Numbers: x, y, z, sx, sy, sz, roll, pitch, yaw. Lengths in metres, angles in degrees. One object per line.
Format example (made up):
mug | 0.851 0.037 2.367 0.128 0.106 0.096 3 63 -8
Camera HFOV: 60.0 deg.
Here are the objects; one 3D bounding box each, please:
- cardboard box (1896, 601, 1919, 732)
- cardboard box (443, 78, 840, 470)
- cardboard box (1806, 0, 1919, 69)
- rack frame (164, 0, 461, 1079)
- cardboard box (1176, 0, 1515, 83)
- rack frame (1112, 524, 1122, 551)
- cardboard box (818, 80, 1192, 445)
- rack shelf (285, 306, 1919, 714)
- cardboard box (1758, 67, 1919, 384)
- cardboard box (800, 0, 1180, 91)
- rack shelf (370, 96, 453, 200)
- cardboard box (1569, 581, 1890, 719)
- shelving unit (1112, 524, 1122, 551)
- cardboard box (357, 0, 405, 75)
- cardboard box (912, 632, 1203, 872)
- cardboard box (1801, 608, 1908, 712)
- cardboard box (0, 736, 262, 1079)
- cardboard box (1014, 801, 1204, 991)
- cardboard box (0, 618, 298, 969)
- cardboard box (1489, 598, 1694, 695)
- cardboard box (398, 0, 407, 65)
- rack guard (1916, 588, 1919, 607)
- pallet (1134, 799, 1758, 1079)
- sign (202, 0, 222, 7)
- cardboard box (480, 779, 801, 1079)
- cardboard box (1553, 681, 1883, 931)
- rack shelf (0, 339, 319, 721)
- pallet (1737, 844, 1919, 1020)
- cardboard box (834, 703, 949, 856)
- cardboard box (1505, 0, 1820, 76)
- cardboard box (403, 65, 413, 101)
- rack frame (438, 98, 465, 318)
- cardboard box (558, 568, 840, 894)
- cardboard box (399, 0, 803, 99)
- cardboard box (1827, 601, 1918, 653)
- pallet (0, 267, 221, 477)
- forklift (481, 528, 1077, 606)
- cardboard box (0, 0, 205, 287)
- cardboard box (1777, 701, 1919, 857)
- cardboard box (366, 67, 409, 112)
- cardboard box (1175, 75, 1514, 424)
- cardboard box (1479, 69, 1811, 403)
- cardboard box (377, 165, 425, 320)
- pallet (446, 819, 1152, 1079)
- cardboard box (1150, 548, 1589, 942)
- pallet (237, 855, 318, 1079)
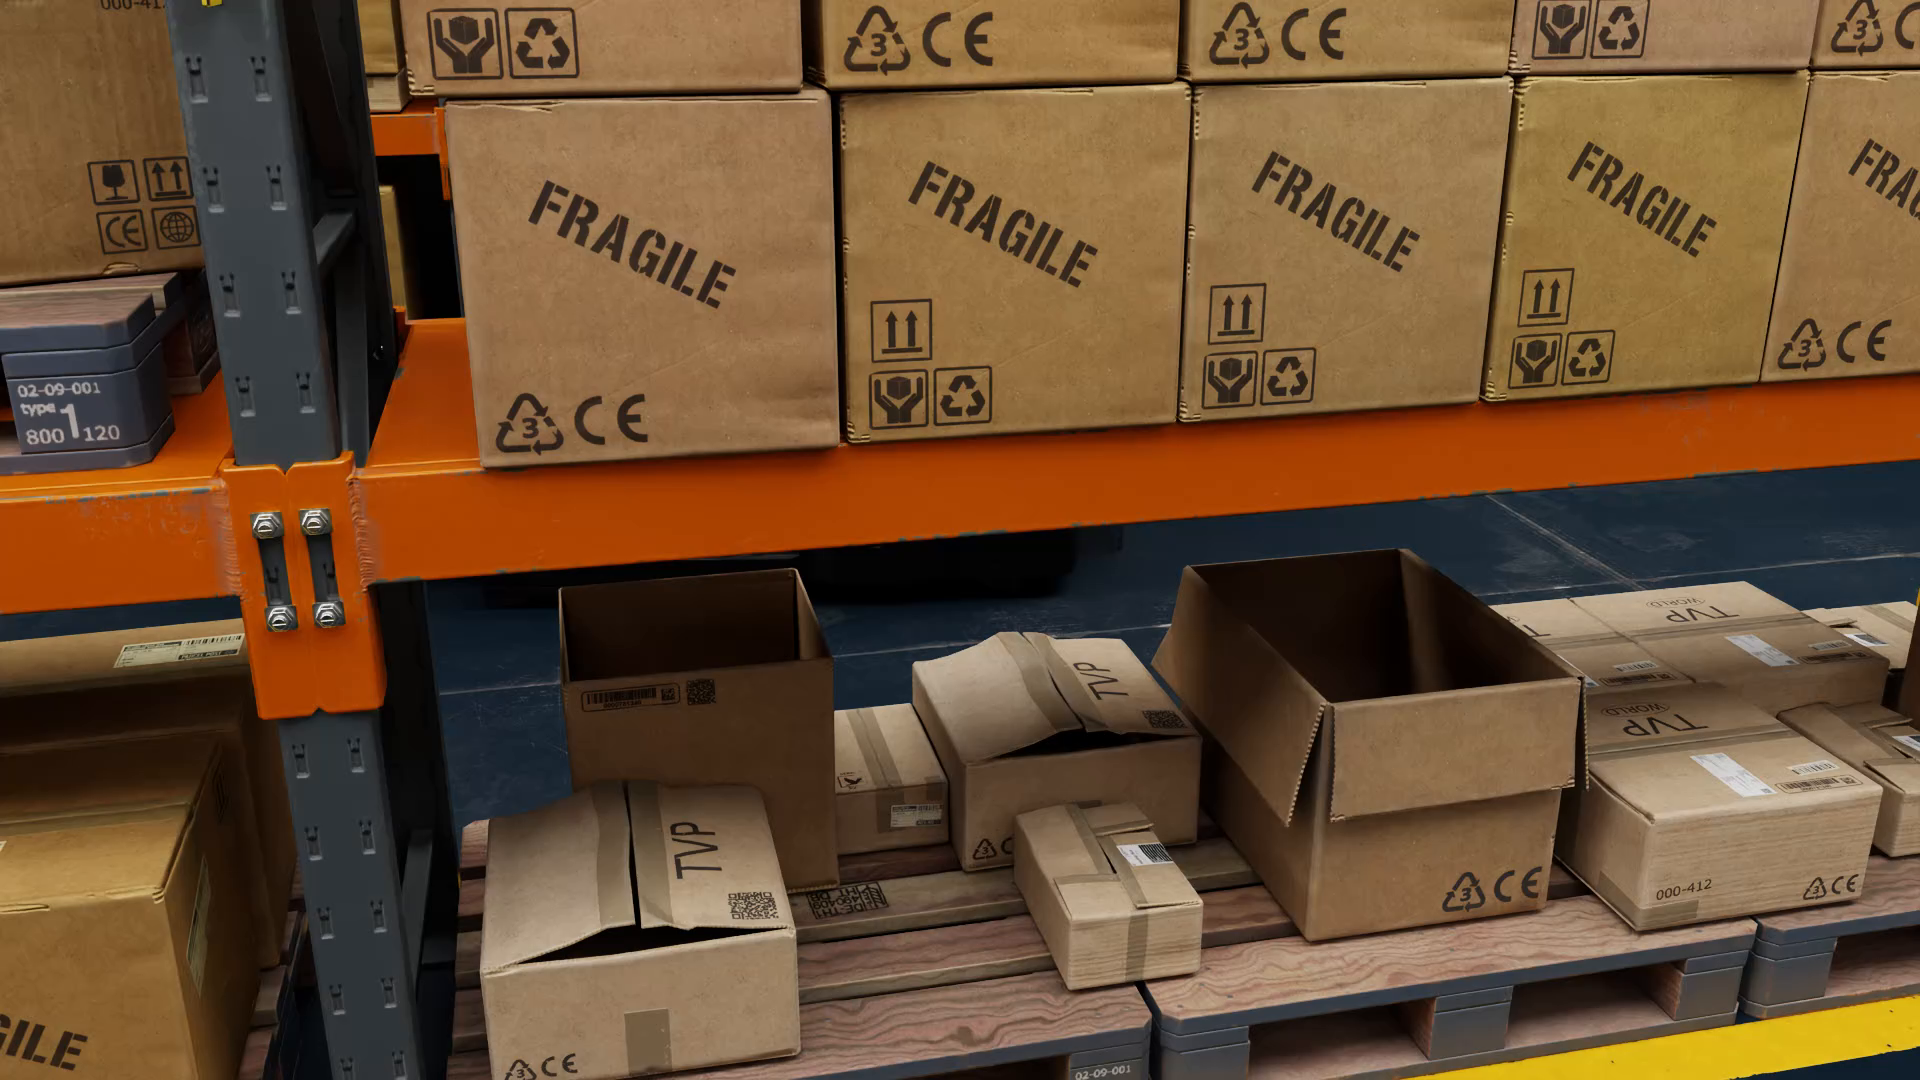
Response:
cardboard box | 2.394 0.341 3.516 0.500 0.500 0.500 -5 21 -12
cardboard box | -0.467 -0.431 2.484 0.500 0.500 0.500 -4 21 -11
cardboard box | 1.502 -1.058 2.742 0.500 0.500 0.500 -4 21 -11
rack frame | -1.026 -0.435 2.640 0.127 3.000 1.000 -5 21 -12
cardboard box | 0.500 -0.976 2.518 0.500 0.500 0.500 -5 21 -14
rack frame | 0.549 -0.567 5.617 0.006 1.200 0.240 -1 20 -2
cardboard box | 0.030 -0.472 2.598 0.500 0.500 0.500 -4 21 -12
rack shelf | 0.920 -0.255 3.196 4.000 0.370 1.077 -5 21 -12
cardboard box | 1.503 -0.592 2.924 0.500 0.500 0.500 -4 21 -12
cardboard box | -0.001 -0.935 2.408 0.500 0.500 0.500 -5 21 -14
rack shelf | -4.116 -1.596 6.858 4.000 0.370 1.077 -5 21 -12
cardboard box | 1.786 0.321 3.936 0.500 0.250 0.500 -5 21 -12
shelving unit | 0.457 -0.566 5.615 0.189 1.200 0.258 -1 20 -2
cardboard box | -2.561 -2.168 6.764 0.500 0.500 0.500 -5 21 -13
cardboard box | 0.193 0.422 3.572 0.500 0.311 0.500 -5 21 -12
cardboard box | 2.137 0.310 4.086 0.250 0.166 0.380 -5 21 -12
cardboard box | -1.440 0.667 2.626 0.500 0.500 0.500 -5 21 -13
cardboard box | 0.272 0.656 3.141 0.250 0.166 0.380 -5 21 -12
cardboard box | -1.553 0.489 3.113 0.500 0.500 0.500 -6 21 -15
cardboard box | 1.299 0.360 3.828 0.500 0.250 0.500 -5 21 -12
cardboard box | -2.675 -2.337 7.225 0.500 0.500 0.500 -5 21 -14
rack guard | 2.793 0.428 3.918 0.348 0.500 1.175 -5 21 -12
pallet | 0.832 0.723 3.535 1.213 0.211 1.003 -5 21 -12
sign | -0.895 -0.793 1.935 0.005 0.325 0.100 -5 21 -12
cardboard box | -0.568 0.660 2.920 0.500 0.311 0.500 -5 21 -12
cardboard box | 1.463 0.524 3.382 0.500 0.250 0.500 -5 21 -12
rack shelf | -2.972 0.061 2.332 4.000 0.370 1.077 -5 21 -12
pallet | 2.017 0.628 3.795 1.213 0.211 1.003 -5 21 -12
cardboard box | -0.186 0.508 3.573 0.250 0.149 0.380 -5 21 -12
cardboard box | 1.002 -1.017 2.631 0.500 0.500 0.500 -4 20 -11
cardboard box | -2.541 -2.024 7.315 0.250 0.149 0.380 -5 21 -14
rack frame | -2.169 -2.093 7.166 0.127 3.000 1.000 -5 21 -12
cardboard box | -0.537 0.392 3.377 0.500 0.500 0.500 -5 21 -12
cardboard box | -0.503 -0.894 2.296 0.500 0.500 0.500 -4 21 -11
cardboard box | 2.380 0.299 4.143 0.250 0.149 0.380 -5 21 -12
pallet | -1.829 -0.318 2.601 1.213 0.211 1.003 -5 21 -12
forklift | -1.154 -1.354 5.250 3.031 2.935 1.130 -1 20 -2
cardboard box | -1.538 -0.716 2.653 0.500 0.500 0.700 -13 24 -31
cardboard box | 1.979 0.500 3.569 0.250 0.166 0.380 -5 21 -12
cardboard box | -2.433 -1.862 6.874 0.250 0.149 0.380 -4 21 -12
cardboard box | 0.518 -0.511 2.704 0.500 0.500 0.500 -5 21 -13
cardboard box | 1.012 -0.552 2.815 0.500 0.500 0.500 -5 21 -13
cardboard box | -2.772 -1.185 7.204 0.750 0.750 0.750 -4 21 -12
pallet | -0.357 0.821 3.268 1.213 0.211 1.003 -5 21 -12
cardboard box | 0.801 0.380 3.405 0.637 0.503 0.797 -5 21 -12
pallet | -1.809 0.952 2.910 1.213 0.211 1.003 -5 21 -12
